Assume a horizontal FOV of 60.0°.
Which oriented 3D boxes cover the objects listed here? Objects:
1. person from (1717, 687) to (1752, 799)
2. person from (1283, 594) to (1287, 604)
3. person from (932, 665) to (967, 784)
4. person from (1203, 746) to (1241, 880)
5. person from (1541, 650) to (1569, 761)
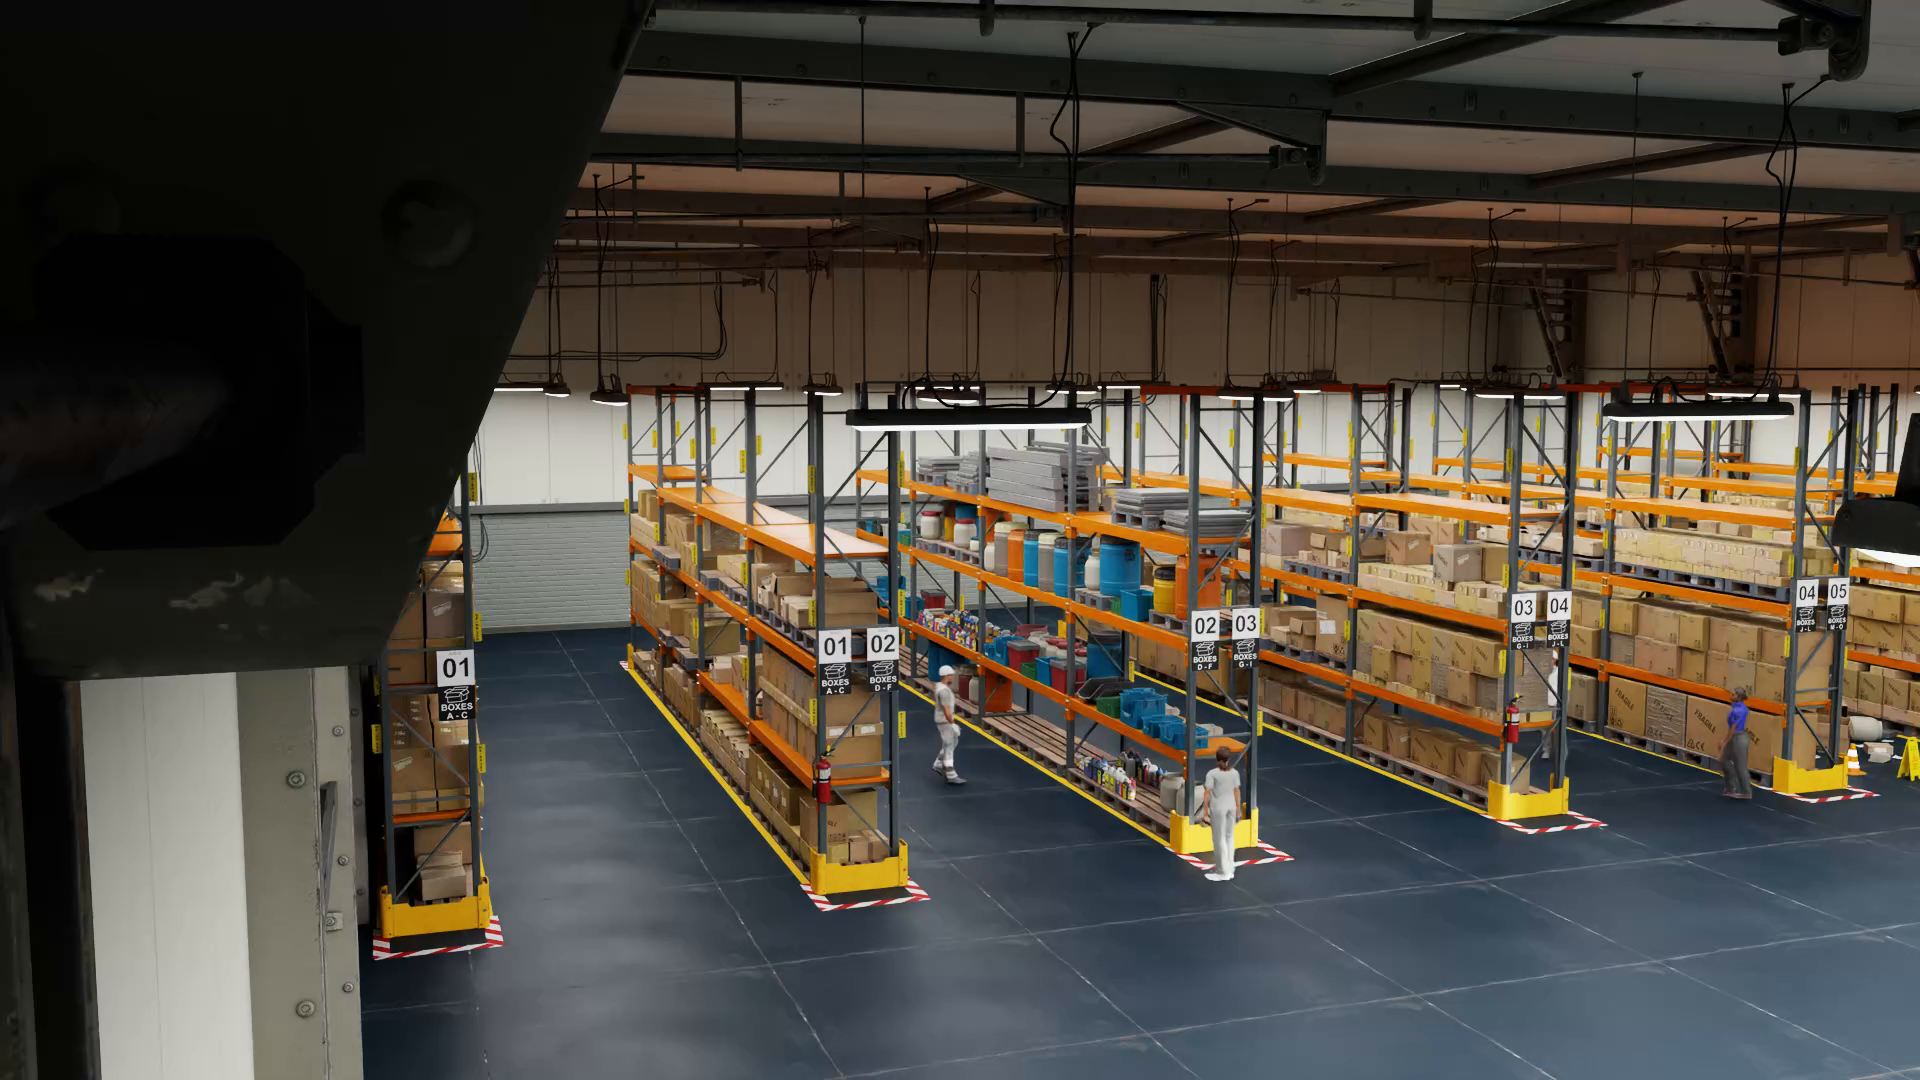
[{"bbox_3d":[11.417,3.037,24.479,0.503,1.670,0.540,3,6,25],"label":"person"},{"bbox_3d":[6.452,1.975,33.744,0.492,1.760,0.641,0,6,4],"label":"person"},{"bbox_3d":[-0.171,2.805,25.503,0.529,1.787,0.709,0,6,-3],"label":"person"},{"bbox_3d":[3.269,3.378,20.633,0.506,1.682,0.381,-3,6,-25],"label":"person"},{"bbox_3d":[9.580,2.674,26.935,0.434,1.786,0.621,-5,8,-41],"label":"person"}]
